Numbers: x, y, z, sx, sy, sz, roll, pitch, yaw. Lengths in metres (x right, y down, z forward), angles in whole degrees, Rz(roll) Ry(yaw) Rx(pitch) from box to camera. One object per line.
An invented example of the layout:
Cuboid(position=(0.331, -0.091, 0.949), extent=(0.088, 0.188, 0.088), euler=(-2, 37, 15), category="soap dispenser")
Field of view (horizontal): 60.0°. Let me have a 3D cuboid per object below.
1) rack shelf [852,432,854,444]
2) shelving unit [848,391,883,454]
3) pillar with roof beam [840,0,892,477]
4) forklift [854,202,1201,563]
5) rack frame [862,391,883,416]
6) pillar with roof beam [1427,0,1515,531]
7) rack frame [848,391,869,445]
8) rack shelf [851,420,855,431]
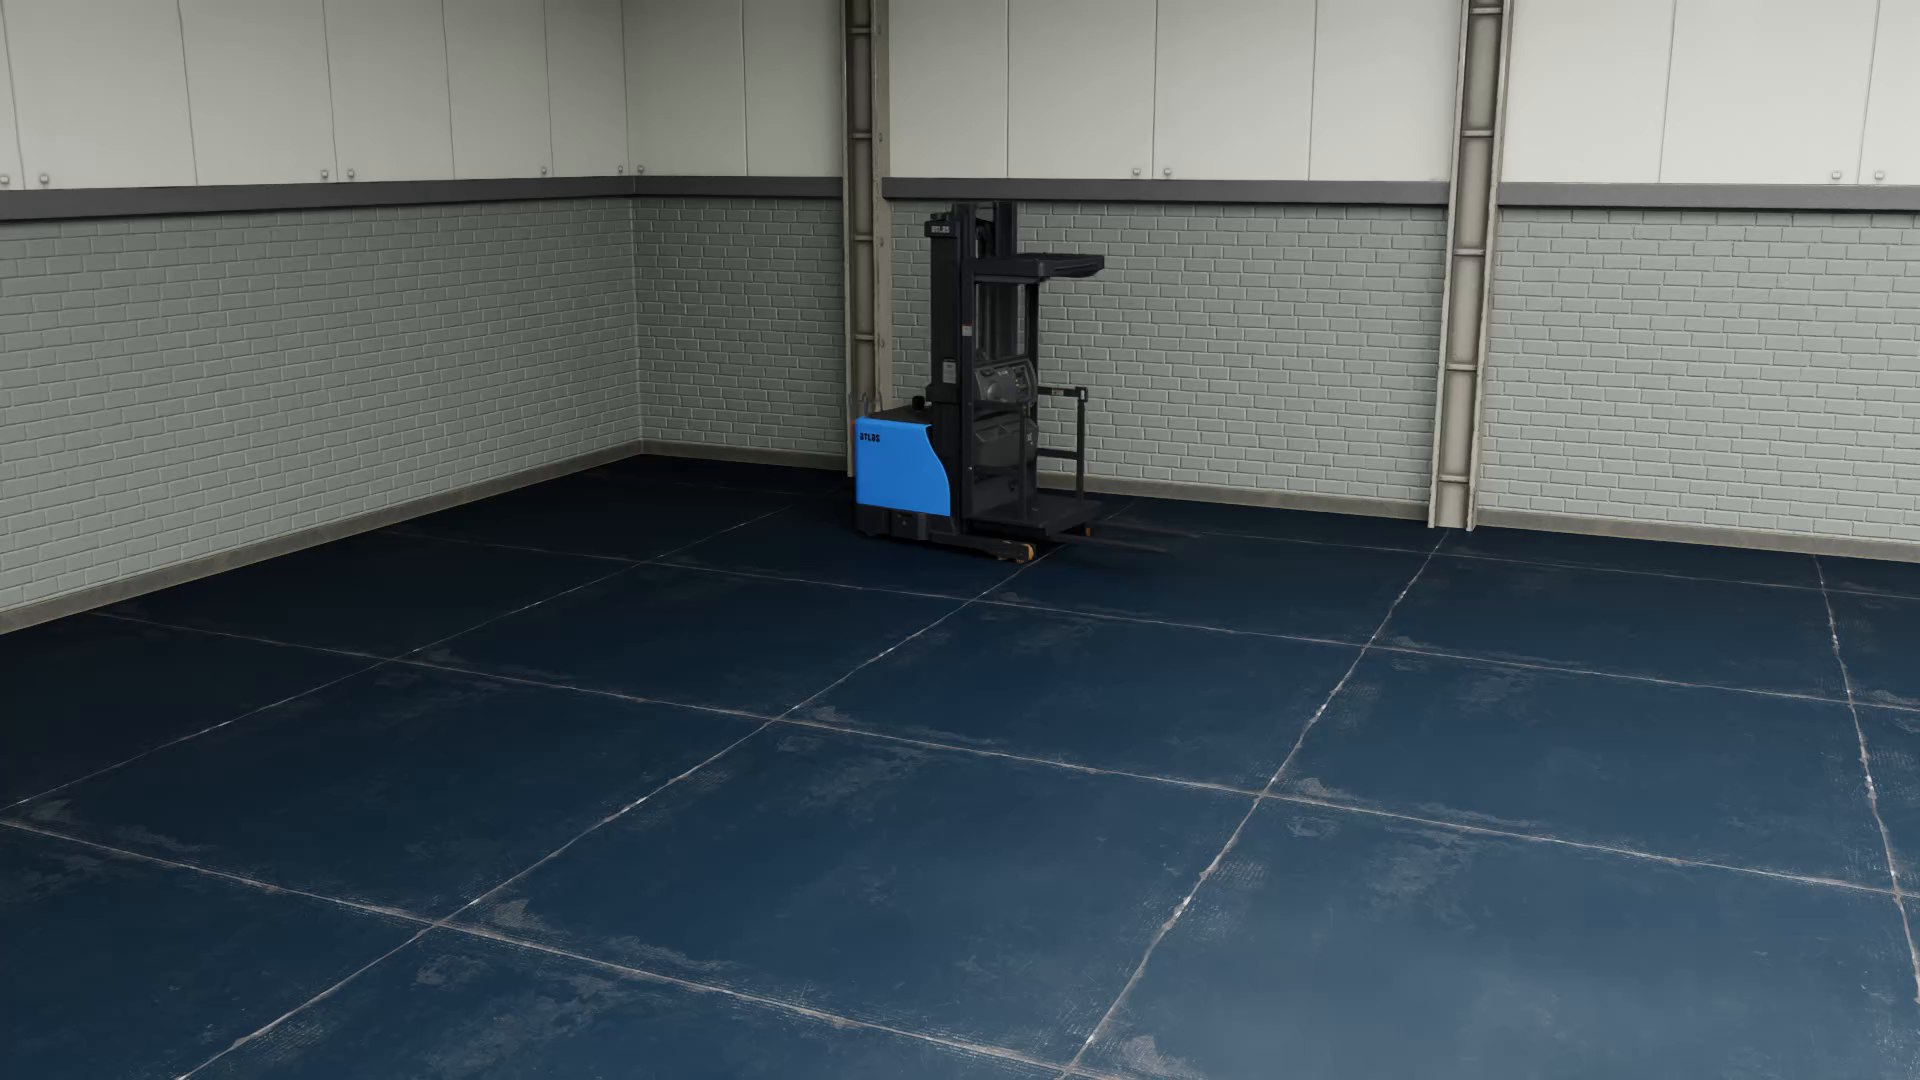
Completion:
Cuboid(position=(-0.837, -0.955, 15.317), extent=(0.180, 0.103, 0.258), euler=(2, 11, 41), category="rack shelf")
Cuboid(position=(-0.818, -0.762, 15.345), extent=(0.189, 1.200, 0.258), euler=(2, 11, 41), category="shelving unit")
Cuboid(position=(-2.699, -4.169, 12.821), extent=(0.400, 9.000, 9.100), euler=(6, 14, 23), category="pillar with roof beam")
Cuboid(position=(0.566, -1.369, 14.174), extent=(3.031, 2.935, 1.130), euler=(8, 16, 32), category="forklift")
Cuboid(position=(-0.750, -0.760, 15.284), extent=(0.006, 1.200, 0.240), euler=(2, 11, 41), category="rack frame")
Cuboid(position=(2.787, -3.613, 10.455), extent=(0.400, 9.000, 9.100), euler=(6, 14, 23), category="pillar with roof beam")
Cuboid(position=(-0.887, -0.765, 15.406), extent=(0.006, 1.200, 0.240), euler=(2, 11, 41), category="rack frame")
Cuboid(position=(-0.849, -1.073, 15.300), extent=(0.180, 0.103, 0.258), euler=(2, 11, 41), category="rack shelf")
